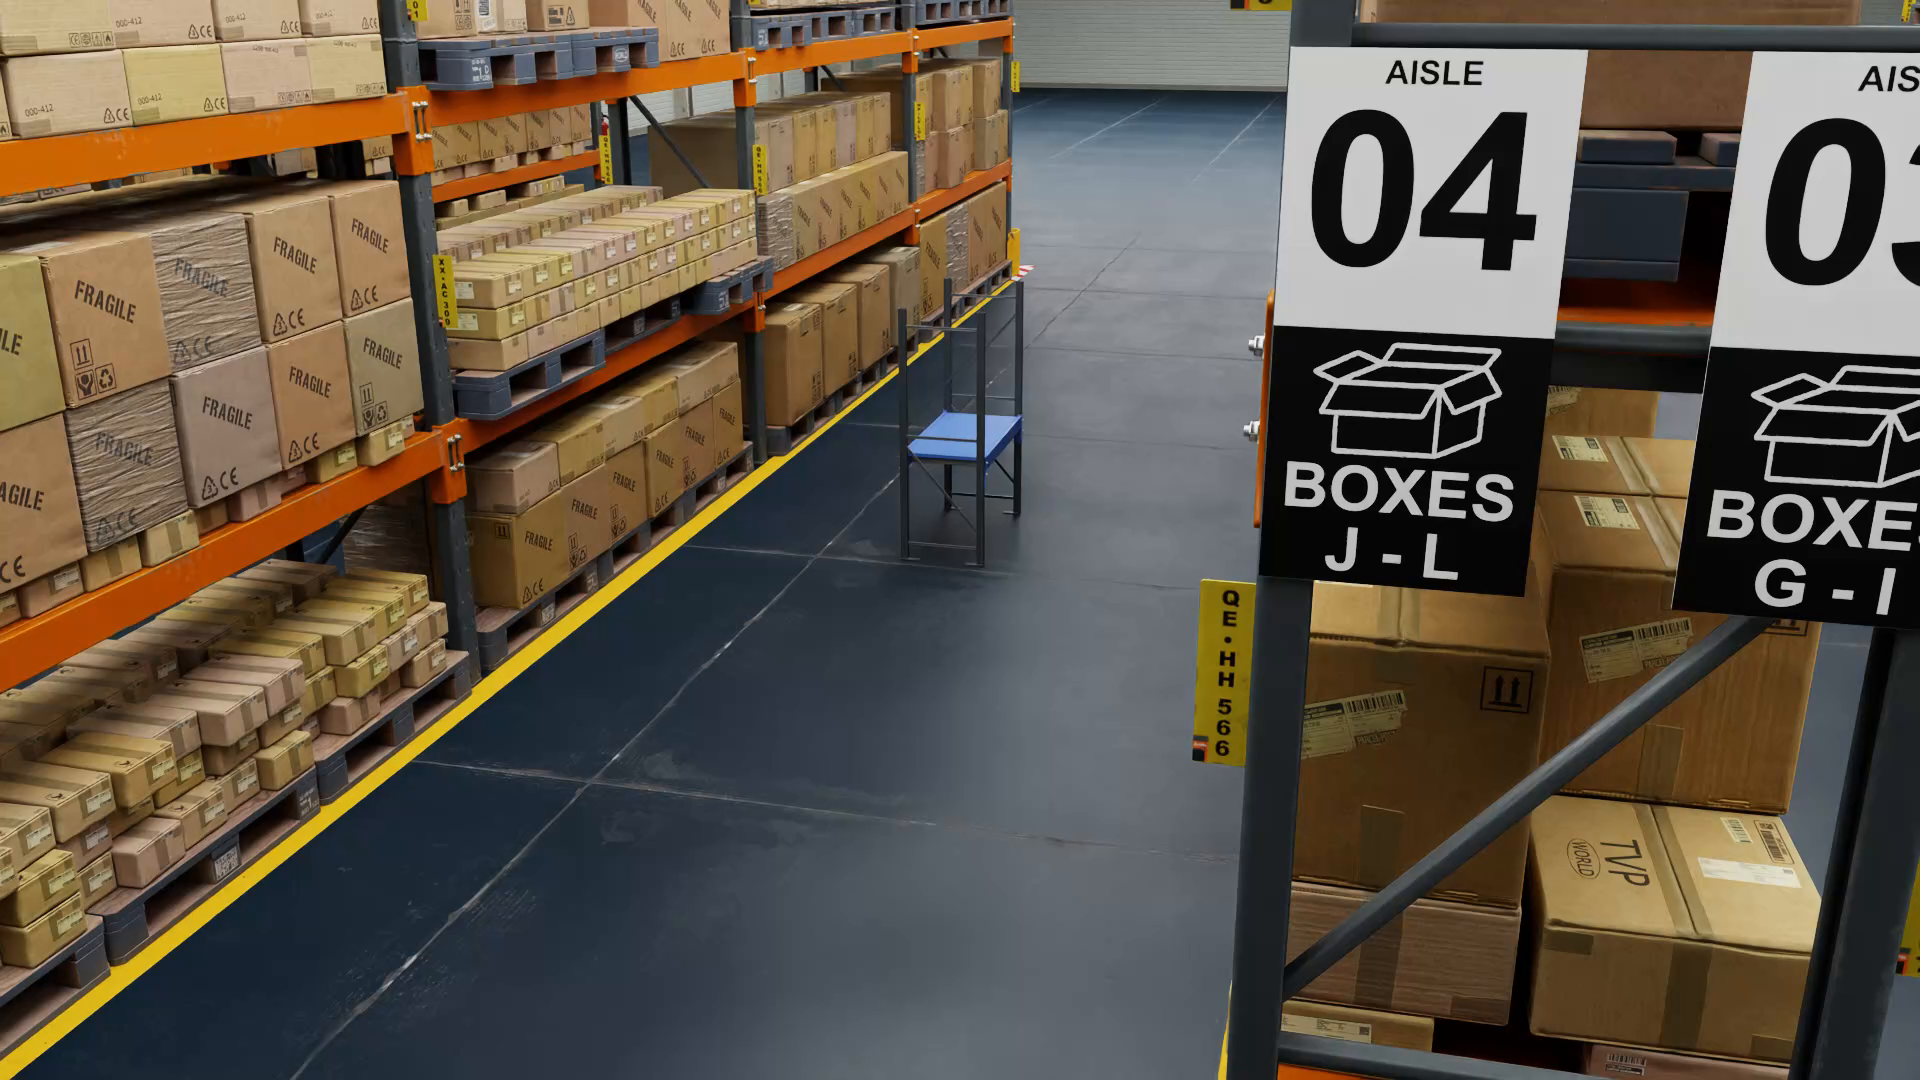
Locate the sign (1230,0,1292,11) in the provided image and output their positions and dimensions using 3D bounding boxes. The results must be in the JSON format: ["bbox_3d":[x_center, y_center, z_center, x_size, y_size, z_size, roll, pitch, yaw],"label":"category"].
[{"bbox_3d":[0.440,-0.919,2.350,0.100,0.325,0.005,5,19,13],"label":"sign"}]

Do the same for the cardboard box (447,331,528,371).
[{"bbox_3d":[-2.303,-0.915,7.965,0.380,0.149,0.250,4,19,11],"label":"cardboard box"}]

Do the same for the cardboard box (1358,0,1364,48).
[{"bbox_3d":[1.406,-1.467,4.241,0.700,0.500,0.500,6,20,16],"label":"cardboard box"}]

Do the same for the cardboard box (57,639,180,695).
[{"bbox_3d":[-3.452,0.534,6.824,0.380,0.149,0.250,5,20,15],"label":"cardboard box"}]

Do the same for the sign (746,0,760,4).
[{"bbox_3d":[-1.342,-3.622,10.712,0.100,0.325,0.005,5,19,13],"label":"sign"}]

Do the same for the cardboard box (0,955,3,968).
[{"bbox_3d":[-3.345,1.350,5.355,0.380,0.149,0.250,5,19,14],"label":"cardboard box"}]

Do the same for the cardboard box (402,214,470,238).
[{"bbox_3d":[-5.309,-3.031,16.864,0.500,0.500,0.500,6,20,16],"label":"cardboard box"}]

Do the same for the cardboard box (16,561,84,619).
[{"bbox_3d":[-3.177,0.135,5.539,0.380,0.149,0.250,4,19,12],"label":"cardboard box"}]

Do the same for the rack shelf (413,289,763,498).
[{"bbox_3d":[-2.356,-1.035,9.689,1.077,0.370,4.000,5,19,13],"label":"rack shelf"}]

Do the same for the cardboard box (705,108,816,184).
[{"bbox_3d":[-1.503,-2.982,12.575,0.700,0.500,0.500,4,19,13],"label":"cardboard box"}]

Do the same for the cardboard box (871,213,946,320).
[{"bbox_3d":[-0.669,-2.640,15.915,0.875,0.875,0.875,5,19,14],"label":"cardboard box"}]

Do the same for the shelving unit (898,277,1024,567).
[{"bbox_3d":[0.021,-0.736,10.023,0.538,1.500,1.048,5,19,13],"label":"shelving unit"}]

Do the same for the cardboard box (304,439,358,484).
[{"bbox_3d":[-2.768,-0.353,6.968,0.380,0.149,0.250,5,20,16],"label":"cardboard box"}]

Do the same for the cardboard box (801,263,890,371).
[{"bbox_3d":[-1.194,-1.886,13.899,1.050,0.750,0.750,5,19,13],"label":"cardboard box"}]

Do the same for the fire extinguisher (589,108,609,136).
[{"bbox_3d":[-4.263,-4.831,19.812,0.296,0.674,0.183,5,19,13],"label":"fire extinguisher"}]

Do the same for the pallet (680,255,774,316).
[{"bbox_3d":[-1.938,-1.679,10.760,1.213,0.211,1.003,5,19,13],"label":"pallet"}]

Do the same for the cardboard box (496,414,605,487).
[{"bbox_3d":[-2.280,-0.497,9.058,0.500,0.250,0.500,5,20,15],"label":"cardboard box"}]

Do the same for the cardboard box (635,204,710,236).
[{"bbox_3d":[-1.732,-1.929,10.012,0.380,0.149,0.250,5,20,15],"label":"cardboard box"}]

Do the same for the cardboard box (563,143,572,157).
[{"bbox_3d":[-4.659,-4.449,18.960,0.380,0.149,0.250,4,19,12],"label":"cardboard box"}]

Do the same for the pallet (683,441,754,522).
[{"bbox_3d":[-2.060,-0.437,11.142,1.003,0.211,1.213,5,19,13],"label":"pallet"}]

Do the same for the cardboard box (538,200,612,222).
[{"bbox_3d":[-2.361,-1.990,10.191,0.380,0.149,0.250,4,19,11],"label":"cardboard box"}]

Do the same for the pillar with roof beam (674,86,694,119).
[{"bbox_3d":[-2.024,-13.253,35.067,9.100,9.000,0.400,5,19,13],"label":"pillar with roof beam"}]

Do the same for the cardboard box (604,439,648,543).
[{"bbox_3d":[-2.165,-0.306,9.660,0.500,0.500,0.500,5,19,14],"label":"cardboard box"}]

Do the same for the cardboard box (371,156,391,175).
[{"bbox_3d":[-5.573,-3.512,15.567,0.380,0.149,0.250,5,19,14],"label":"cardboard box"}]

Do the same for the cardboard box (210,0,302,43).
[{"bbox_3d":[-2.850,-2.006,6.239,0.500,0.250,0.500,4,19,11],"label":"cardboard box"}]

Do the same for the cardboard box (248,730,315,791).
[{"bbox_3d":[-2.863,0.876,6.742,0.380,0.149,0.250,5,19,13],"label":"cardboard box"}]

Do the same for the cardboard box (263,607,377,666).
[{"bbox_3d":[-2.757,0.415,7.174,0.380,0.149,0.250,4,19,13],"label":"cardboard box"}]

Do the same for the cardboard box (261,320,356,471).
[{"bbox_3d":[-2.817,-0.600,6.687,0.500,0.500,0.500,4,19,12],"label":"cardboard box"}]

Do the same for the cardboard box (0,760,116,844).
[{"bbox_3d":[-3.171,0.902,5.747,0.380,0.149,0.250,5,20,16],"label":"cardboard box"}]

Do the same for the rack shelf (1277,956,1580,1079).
[{"bbox_3d":[1.451,0.643,4.779,1.077,0.370,4.000,5,19,13],"label":"rack shelf"}]

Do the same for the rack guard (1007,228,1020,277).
[{"bbox_3d":[0.093,-3.334,19.175,1.175,0.500,0.348,5,19,13],"label":"rack guard"}]

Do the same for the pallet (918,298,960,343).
[{"bbox_3d":[-0.629,-2.168,16.209,1.003,0.211,1.213,5,19,13],"label":"pallet"}]

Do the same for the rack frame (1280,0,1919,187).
[{"bbox_3d":[0.963,-1.910,1.857,1.000,3.000,0.127,5,19,13],"label":"rack frame"}]

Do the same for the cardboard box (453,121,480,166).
[{"bbox_3d":[-5.237,-4.078,16.871,0.500,0.500,0.500,5,19,13],"label":"cardboard box"}]

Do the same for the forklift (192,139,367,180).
[{"bbox_3d":[-4.848,-2.006,11.527,3.031,2.935,1.130,12,22,32],"label":"forklift"}]

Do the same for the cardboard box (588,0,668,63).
[{"bbox_3d":[-1.996,-2.955,9.404,0.500,0.500,0.500,5,19,13],"label":"cardboard box"}]

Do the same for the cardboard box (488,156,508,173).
[{"bbox_3d":[-5.005,-3.970,17.557,0.380,0.149,0.250,5,19,14],"label":"cardboard box"}]

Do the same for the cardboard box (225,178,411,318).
[{"bbox_3d":[-2.698,-1.241,7.017,0.500,0.500,0.500,4,19,11],"label":"cardboard box"}]

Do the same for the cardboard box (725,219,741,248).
[{"bbox_3d":[-1.610,-1.948,10.528,0.380,0.149,0.250,5,20,15],"label":"cardboard box"}]

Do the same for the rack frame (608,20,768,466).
[{"bbox_3d":[-1.868,-2.002,11.408,1.000,3.000,0.127,5,19,13],"label":"rack frame"}]

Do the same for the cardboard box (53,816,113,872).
[{"bbox_3d":[-3.209,1.044,5.792,0.380,0.149,0.250,4,19,11],"label":"cardboard box"}]

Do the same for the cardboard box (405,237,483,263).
[{"bbox_3d":[-2.742,-1.498,8.752,0.380,0.149,0.250,5,19,13],"label":"cardboard box"}]

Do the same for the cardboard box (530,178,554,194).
[{"bbox_3d":[-4.770,-3.957,18.573,0.380,0.149,0.250,5,19,14],"label":"cardboard box"}]

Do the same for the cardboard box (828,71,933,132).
[{"bbox_3d":[-0.745,-4.132,15.742,0.875,0.550,0.550,5,19,13],"label":"cardboard box"}]

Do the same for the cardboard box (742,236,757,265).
[{"bbox_3d":[-1.542,-1.891,10.821,0.380,0.149,0.250,5,19,14],"label":"cardboard box"}]

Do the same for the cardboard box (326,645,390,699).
[{"bbox_3d":[-2.716,0.557,7.218,0.380,0.149,0.250,4,19,11],"label":"cardboard box"}]

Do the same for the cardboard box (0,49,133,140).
[{"bbox_3d":[-3.082,-1.451,5.388,0.500,0.250,0.500,5,19,13],"label":"cardboard box"}]

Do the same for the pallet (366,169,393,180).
[{"bbox_3d":[-6.043,-3.296,15.493,1.003,0.211,1.213,5,19,13],"label":"pallet"}]

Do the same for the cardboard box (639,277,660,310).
[{"bbox_3d":[-1.924,-1.404,9.395,0.380,0.149,0.250,4,19,11],"label":"cardboard box"}]

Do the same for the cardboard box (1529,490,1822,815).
[{"bbox_3d":[1.464,0.218,3.519,0.500,0.500,0.500,4,19,12],"label":"cardboard box"}]

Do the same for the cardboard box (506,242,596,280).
[{"bbox_3d":[-2.112,-1.443,8.589,0.380,0.149,0.250,4,19,13],"label":"cardboard box"}]

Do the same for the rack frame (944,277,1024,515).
[{"bbox_3d":[0.145,-0.896,10.490,0.500,1.500,0.032,5,19,13],"label":"rack frame"}]

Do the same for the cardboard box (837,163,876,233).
[{"bbox_3d":[-1.005,-2.801,13.594,0.500,0.500,0.500,5,19,14],"label":"cardboard box"}]

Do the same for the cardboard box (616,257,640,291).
[{"bbox_3d":[-1.987,-1.468,9.122,0.380,0.149,0.250,4,19,12],"label":"cardboard box"}]

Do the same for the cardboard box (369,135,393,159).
[{"bbox_3d":[-5.605,-3.839,15.521,0.500,0.500,0.500,4,19,12],"label":"cardboard box"}]

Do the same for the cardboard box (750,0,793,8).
[{"bbox_3d":[-1.477,-3.835,11.467,0.500,0.311,0.500,5,19,13],"label":"cardboard box"}]

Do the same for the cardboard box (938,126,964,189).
[{"bbox_3d":[-0.453,-3.777,16.374,0.875,0.550,0.550,5,19,13],"label":"cardboard box"}]
